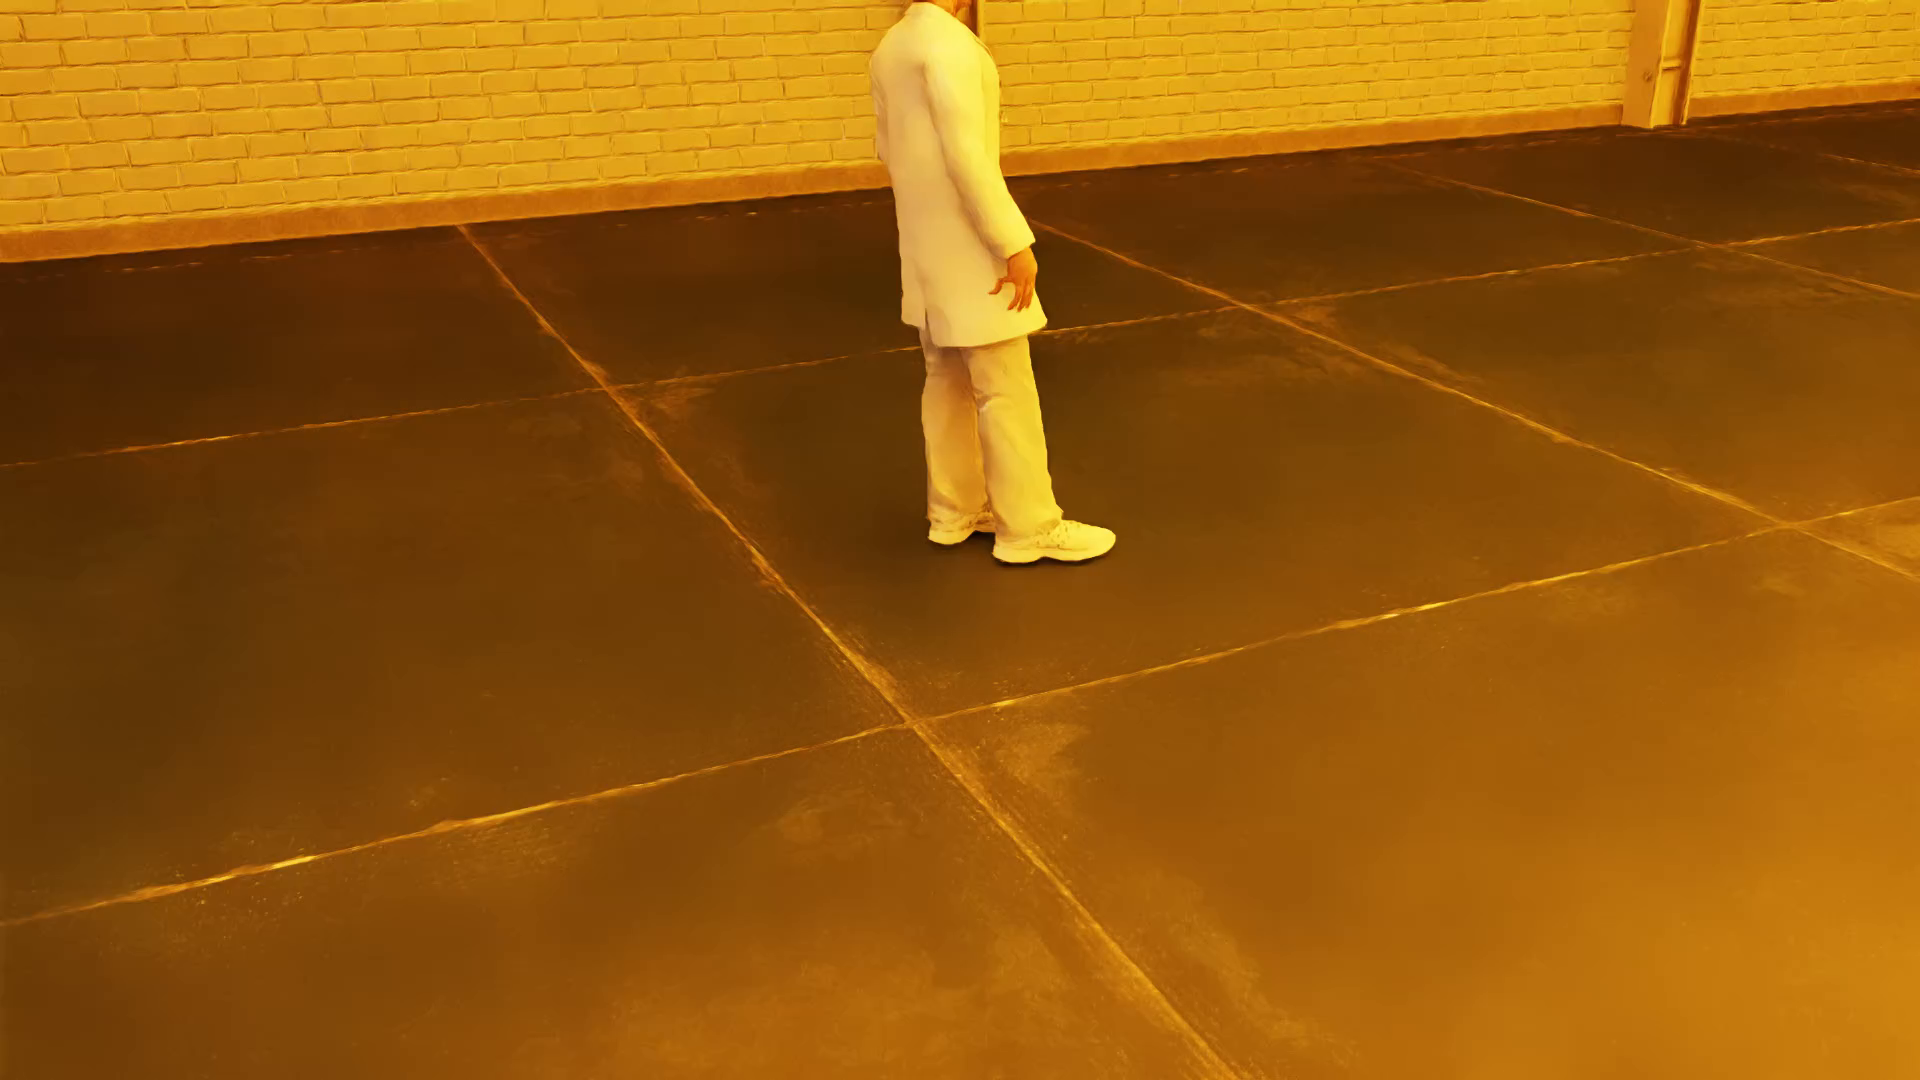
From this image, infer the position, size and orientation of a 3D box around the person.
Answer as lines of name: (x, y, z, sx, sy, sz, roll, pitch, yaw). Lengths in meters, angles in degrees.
person: (0.084, -0.841, 4.795, 0.579, 1.776, 0.694, -10, 25, -23)
